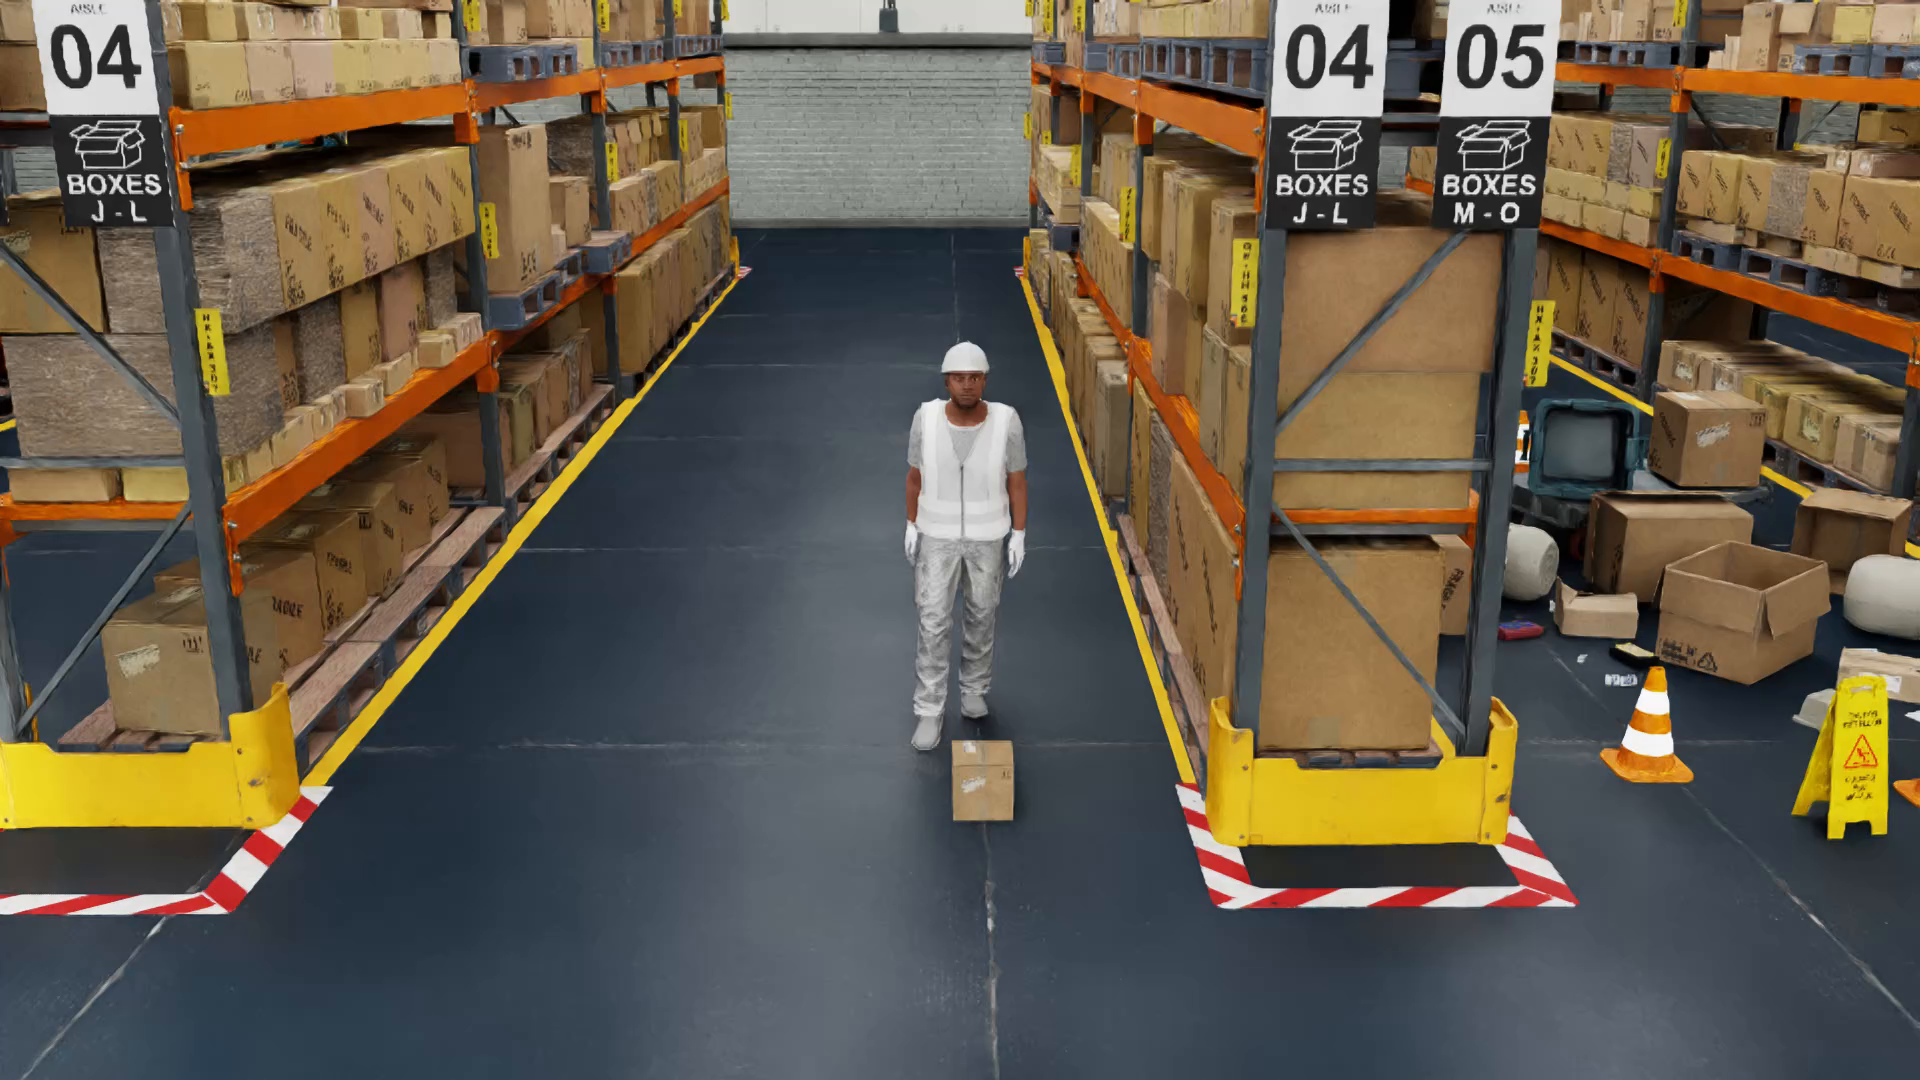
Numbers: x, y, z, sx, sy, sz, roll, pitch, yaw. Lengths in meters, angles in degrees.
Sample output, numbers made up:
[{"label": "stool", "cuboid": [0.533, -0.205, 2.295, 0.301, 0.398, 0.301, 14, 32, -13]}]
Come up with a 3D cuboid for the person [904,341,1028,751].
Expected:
[{"label": "person", "cuboid": [0.028, 0.008, 7.482, 0.560, 1.801, 0.583, 0, 17, -1]}]
